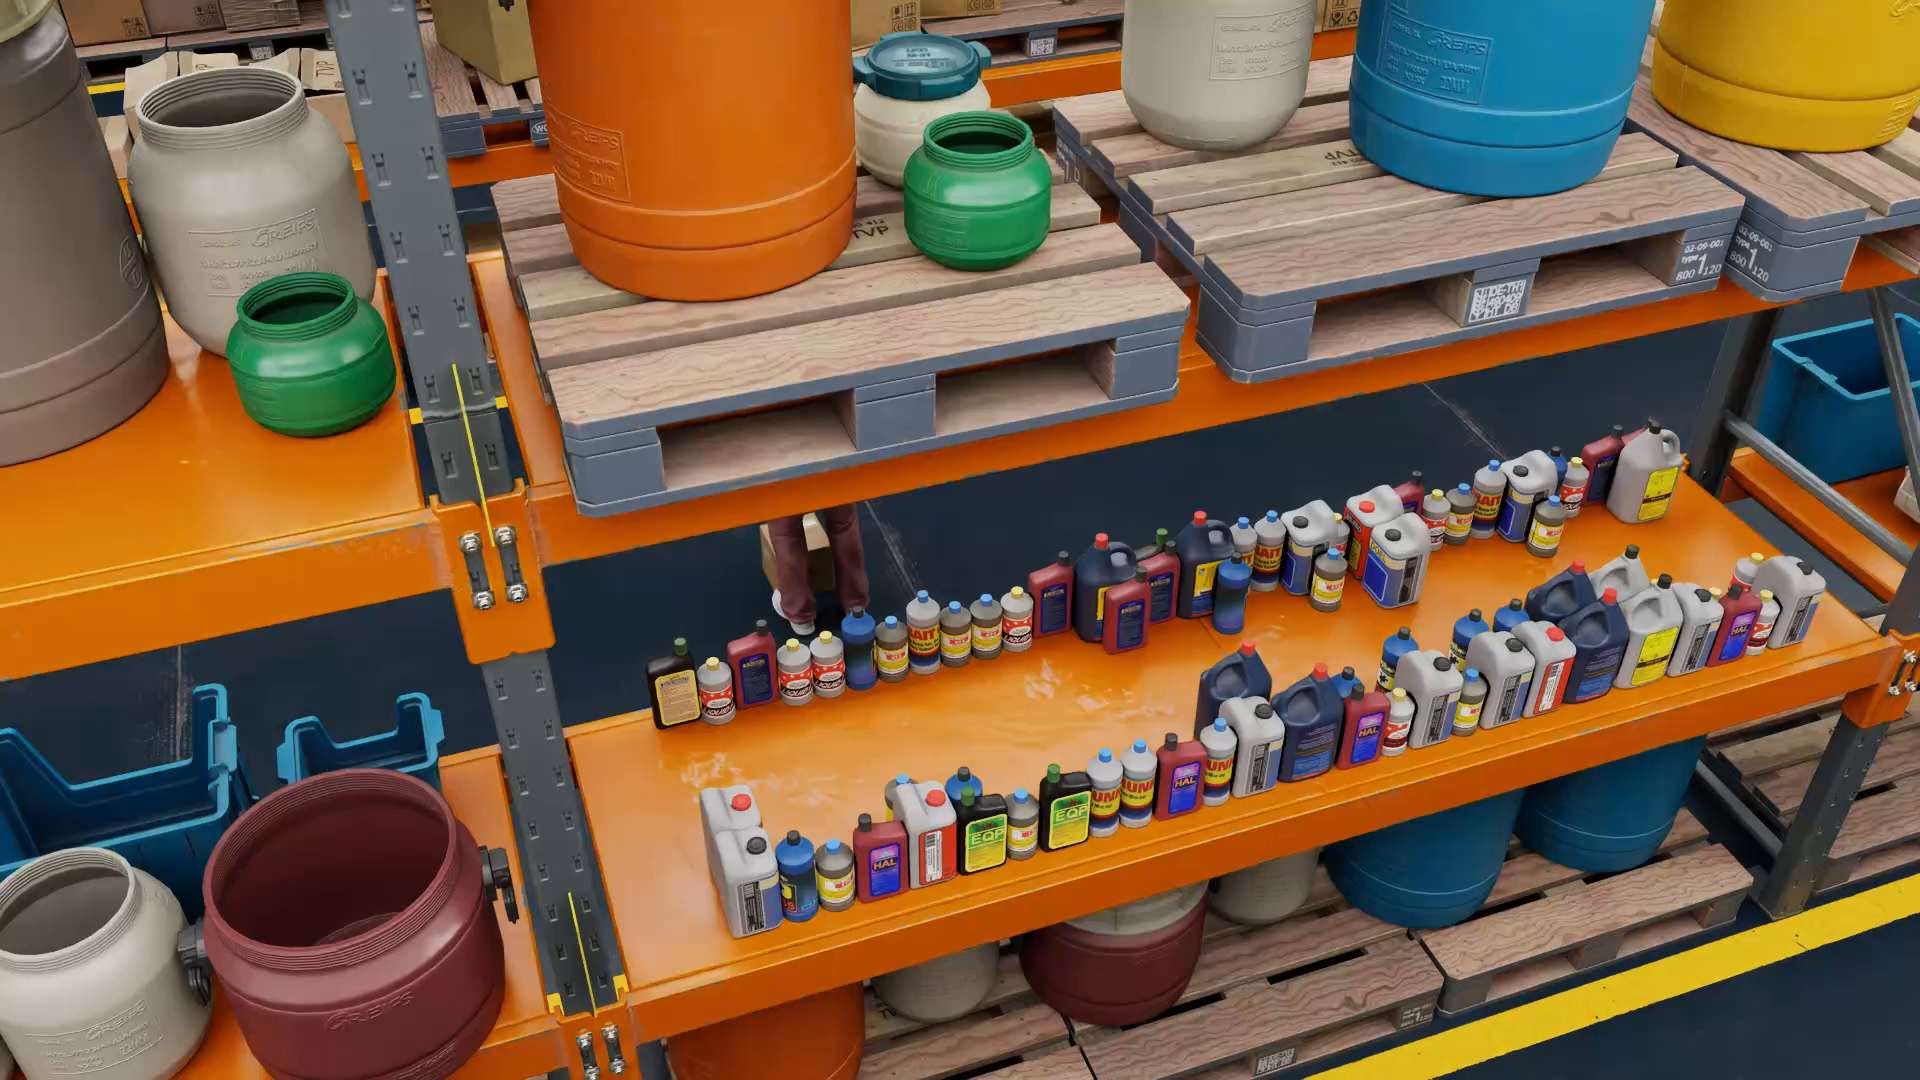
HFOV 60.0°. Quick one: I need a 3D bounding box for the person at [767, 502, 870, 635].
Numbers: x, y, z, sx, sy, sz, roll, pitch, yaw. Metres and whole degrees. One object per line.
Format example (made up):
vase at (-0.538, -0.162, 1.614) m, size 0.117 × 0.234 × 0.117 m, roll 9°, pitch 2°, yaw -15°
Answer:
person at (-0.609, -0.343, 6.594) m, size 0.499 × 1.672 × 0.361 m, roll -14°, pitch 40°, yaw -17°
